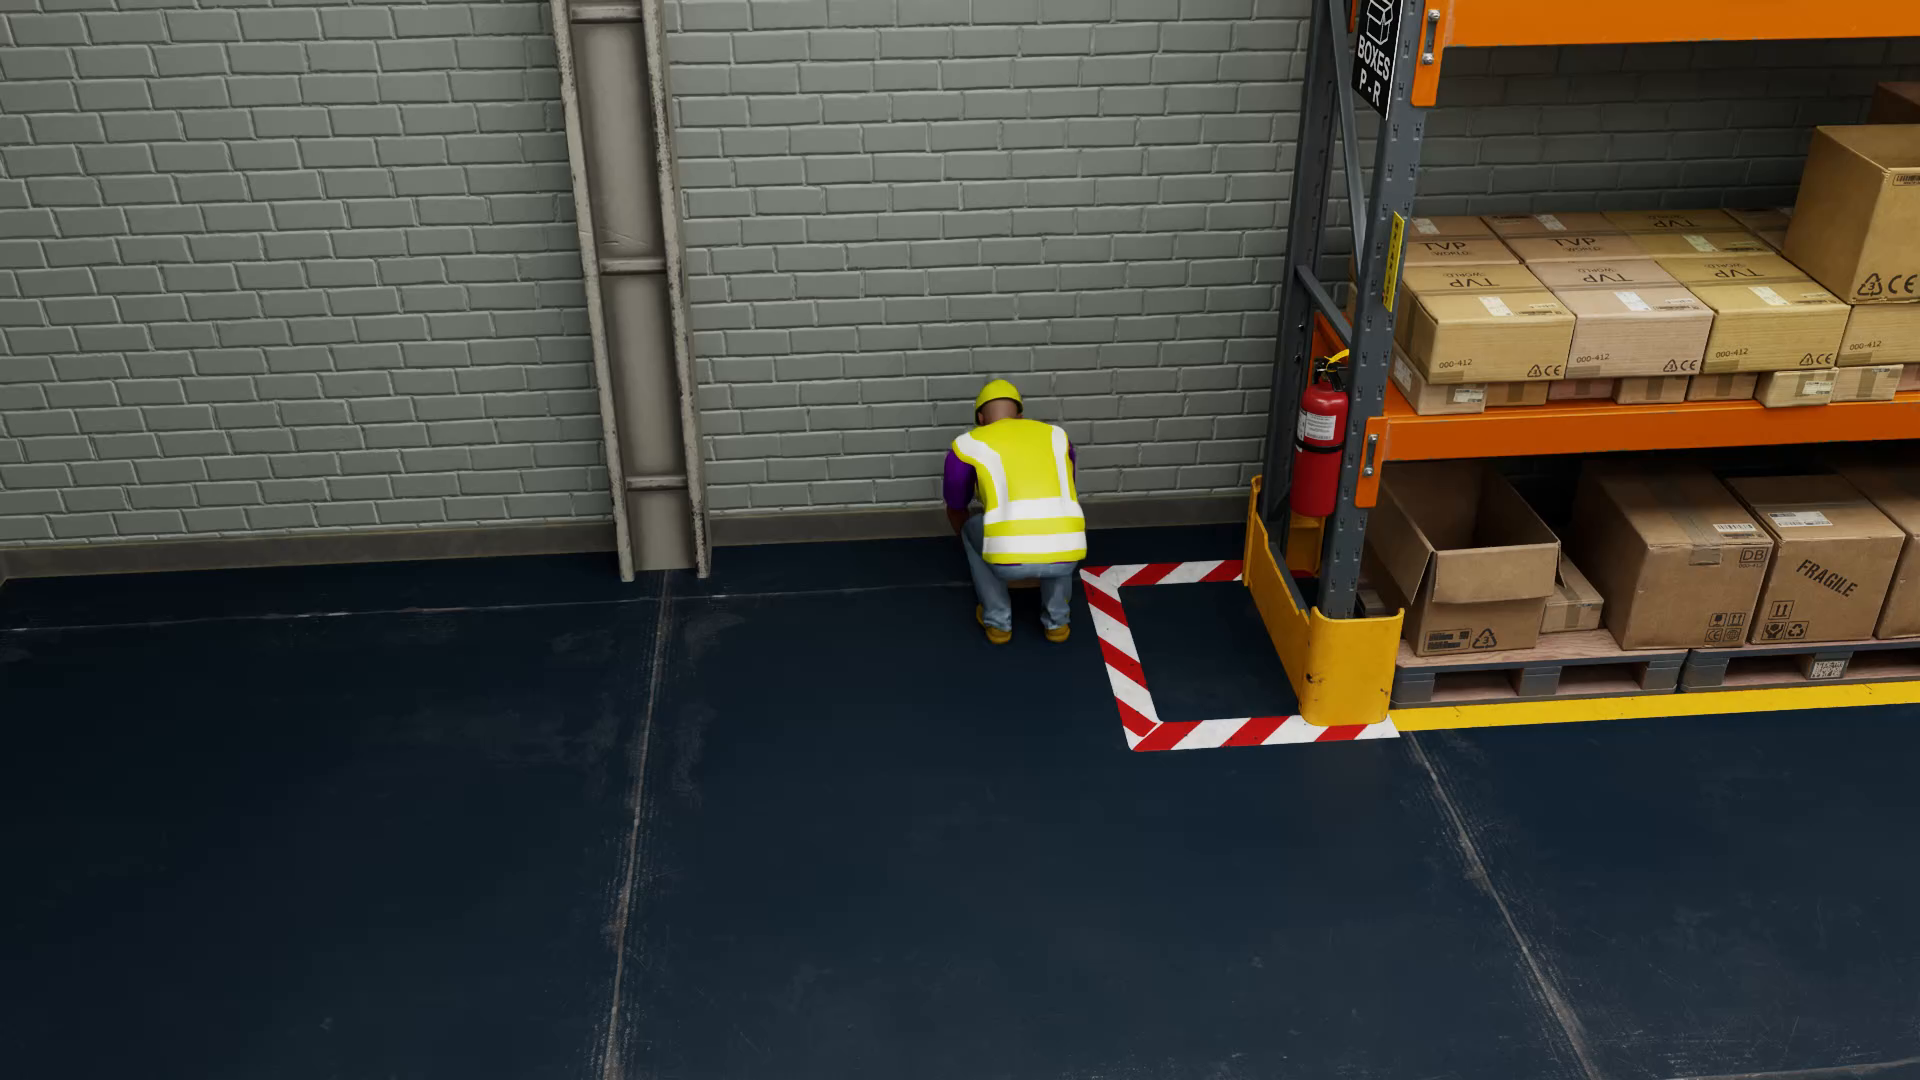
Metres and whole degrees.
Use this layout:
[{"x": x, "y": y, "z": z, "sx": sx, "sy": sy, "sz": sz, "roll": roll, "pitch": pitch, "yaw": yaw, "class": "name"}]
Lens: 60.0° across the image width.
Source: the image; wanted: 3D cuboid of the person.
[{"x": 0.242, "y": -0.052, "z": 7.149, "sx": 0.525, "sy": 0.827, "sz": 0.972, "roll": -4, "pitch": 31, "yaw": -6, "class": "person"}]
